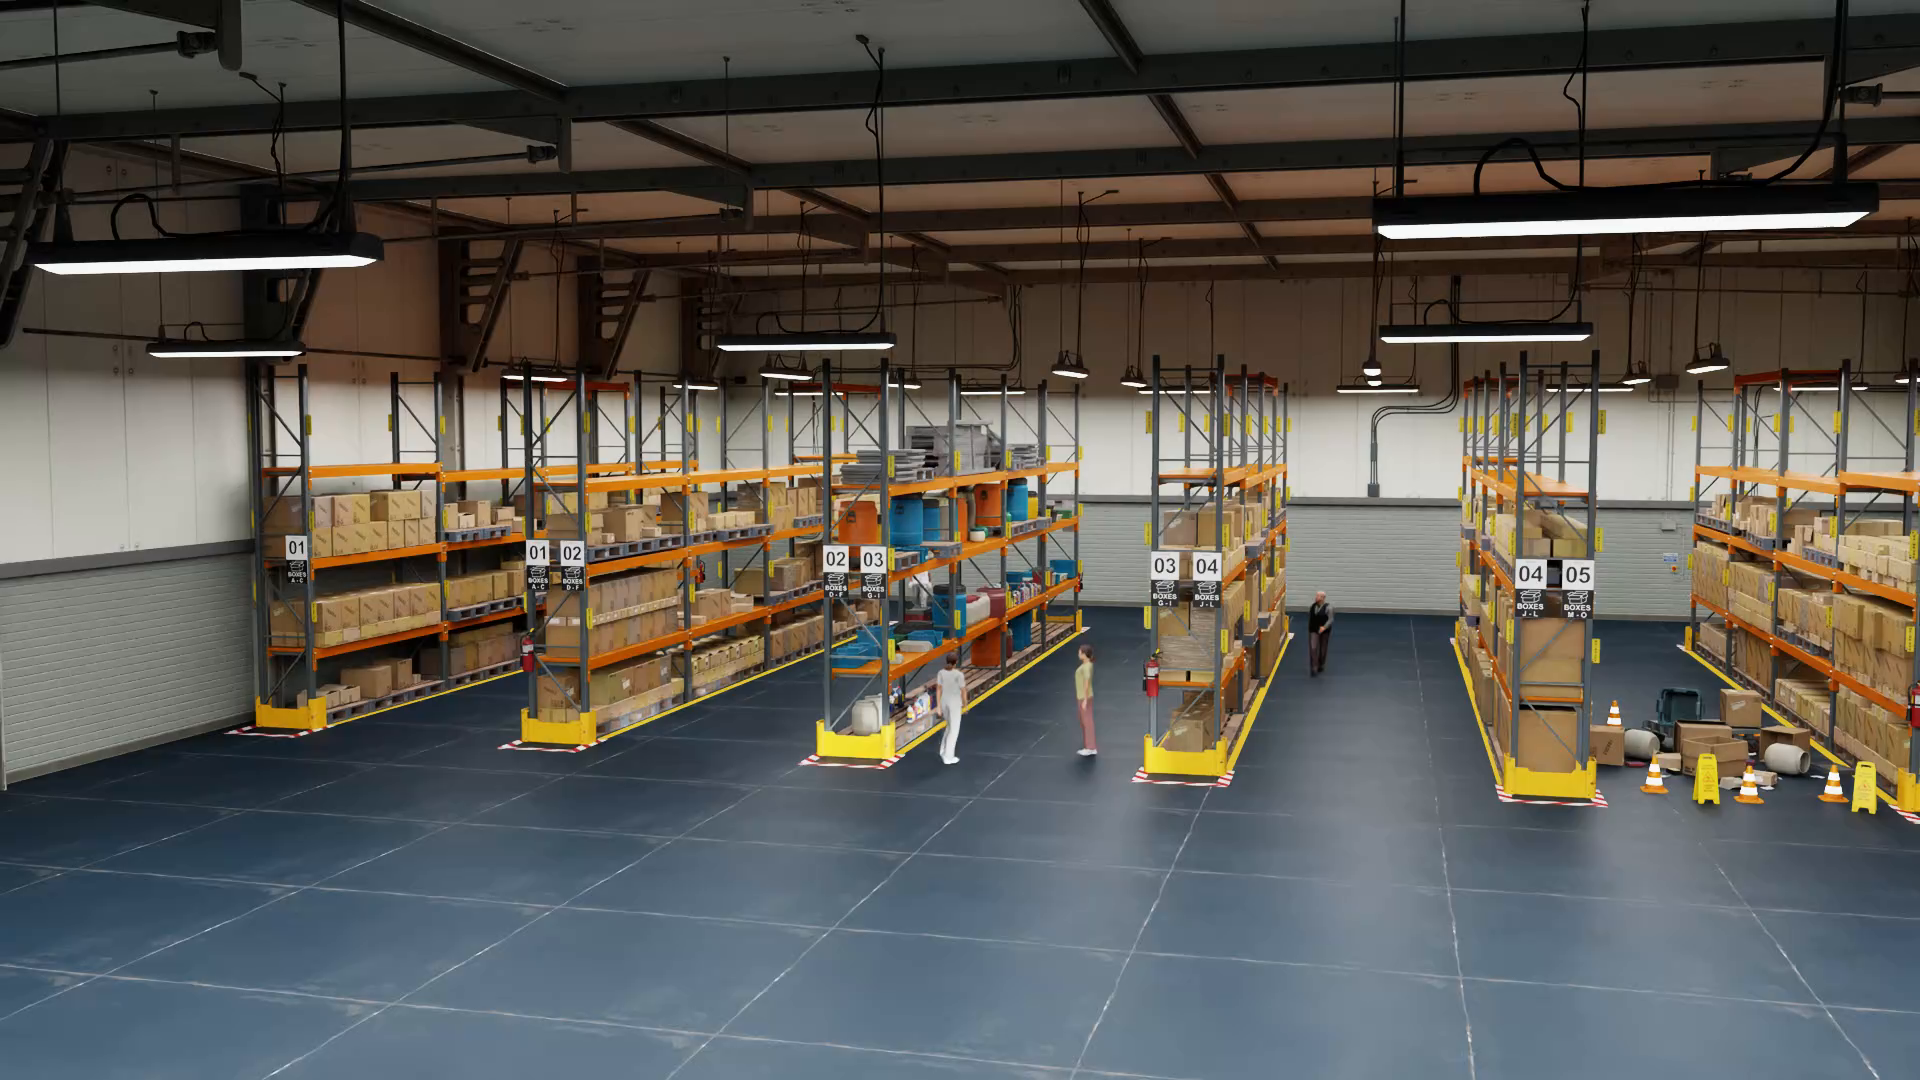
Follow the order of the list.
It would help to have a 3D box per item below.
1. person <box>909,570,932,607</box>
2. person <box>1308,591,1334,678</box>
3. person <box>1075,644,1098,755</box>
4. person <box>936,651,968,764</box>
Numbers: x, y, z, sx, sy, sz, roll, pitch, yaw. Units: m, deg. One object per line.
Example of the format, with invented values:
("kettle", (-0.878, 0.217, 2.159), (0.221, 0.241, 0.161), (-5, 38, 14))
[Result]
("person", (-1.029, 1.146, 43.414), (0.599, 1.748, 1.012), (0, 4, 1))
("person", (7.236, 1.881, 33.341), (0.492, 1.726, 0.940), (1, 4, 13))
("person", (1.919, 2.437, 25.248), (0.355, 1.707, 0.542), (0, 4, 5))
("person", (-0.090, 2.473, 24.534), (0.443, 1.687, 0.439), (3, 5, 39))
